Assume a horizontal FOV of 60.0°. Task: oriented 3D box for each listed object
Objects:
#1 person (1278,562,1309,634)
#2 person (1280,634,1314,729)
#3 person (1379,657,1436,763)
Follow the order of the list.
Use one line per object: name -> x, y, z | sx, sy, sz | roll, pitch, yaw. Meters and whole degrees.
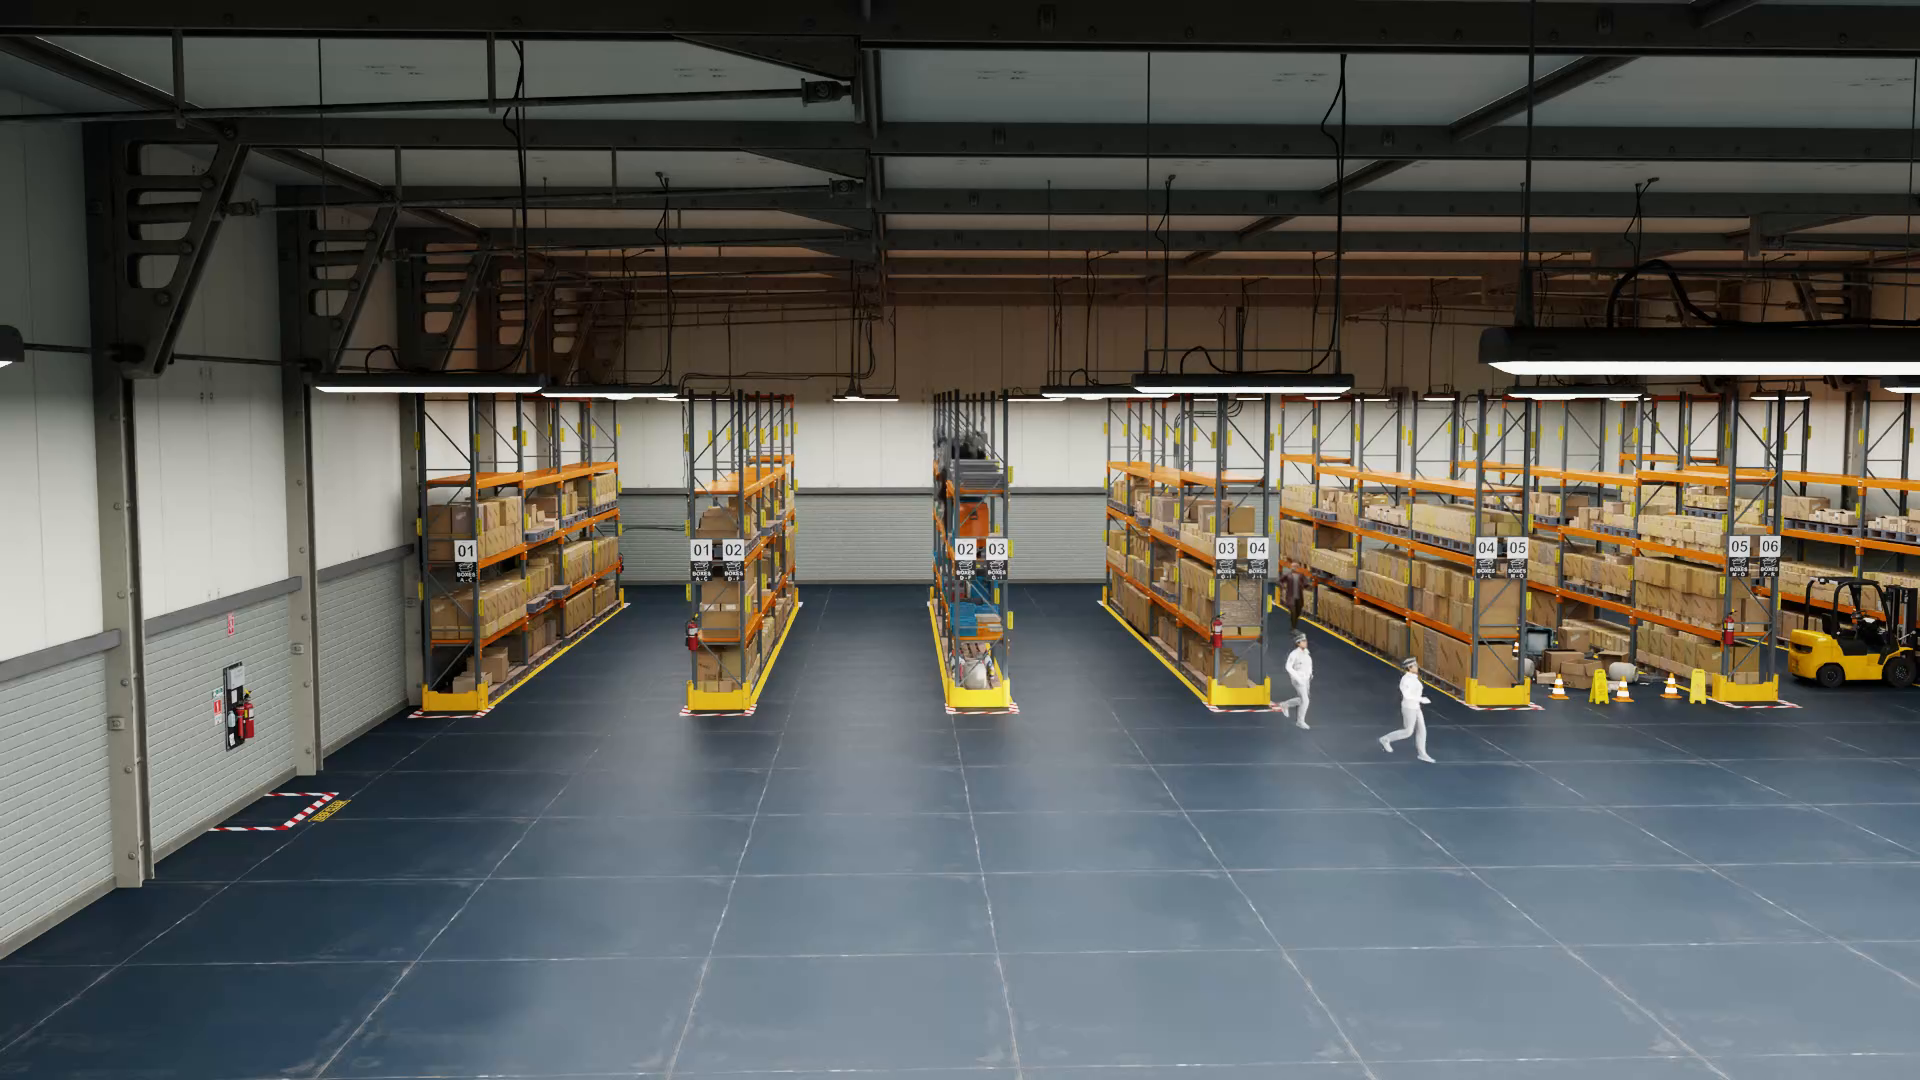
person -> 8.344, 1.430, 41.518 | 0.707, 1.754, 1.058 | -1, 5, -6
person -> 5.975, 2.492, 29.605 | 0.622, 1.693, 0.656 | -4, 6, -44
person -> 7.203, 2.712, 26.702 | 0.882, 1.700, 0.617 | 2, 5, 25
